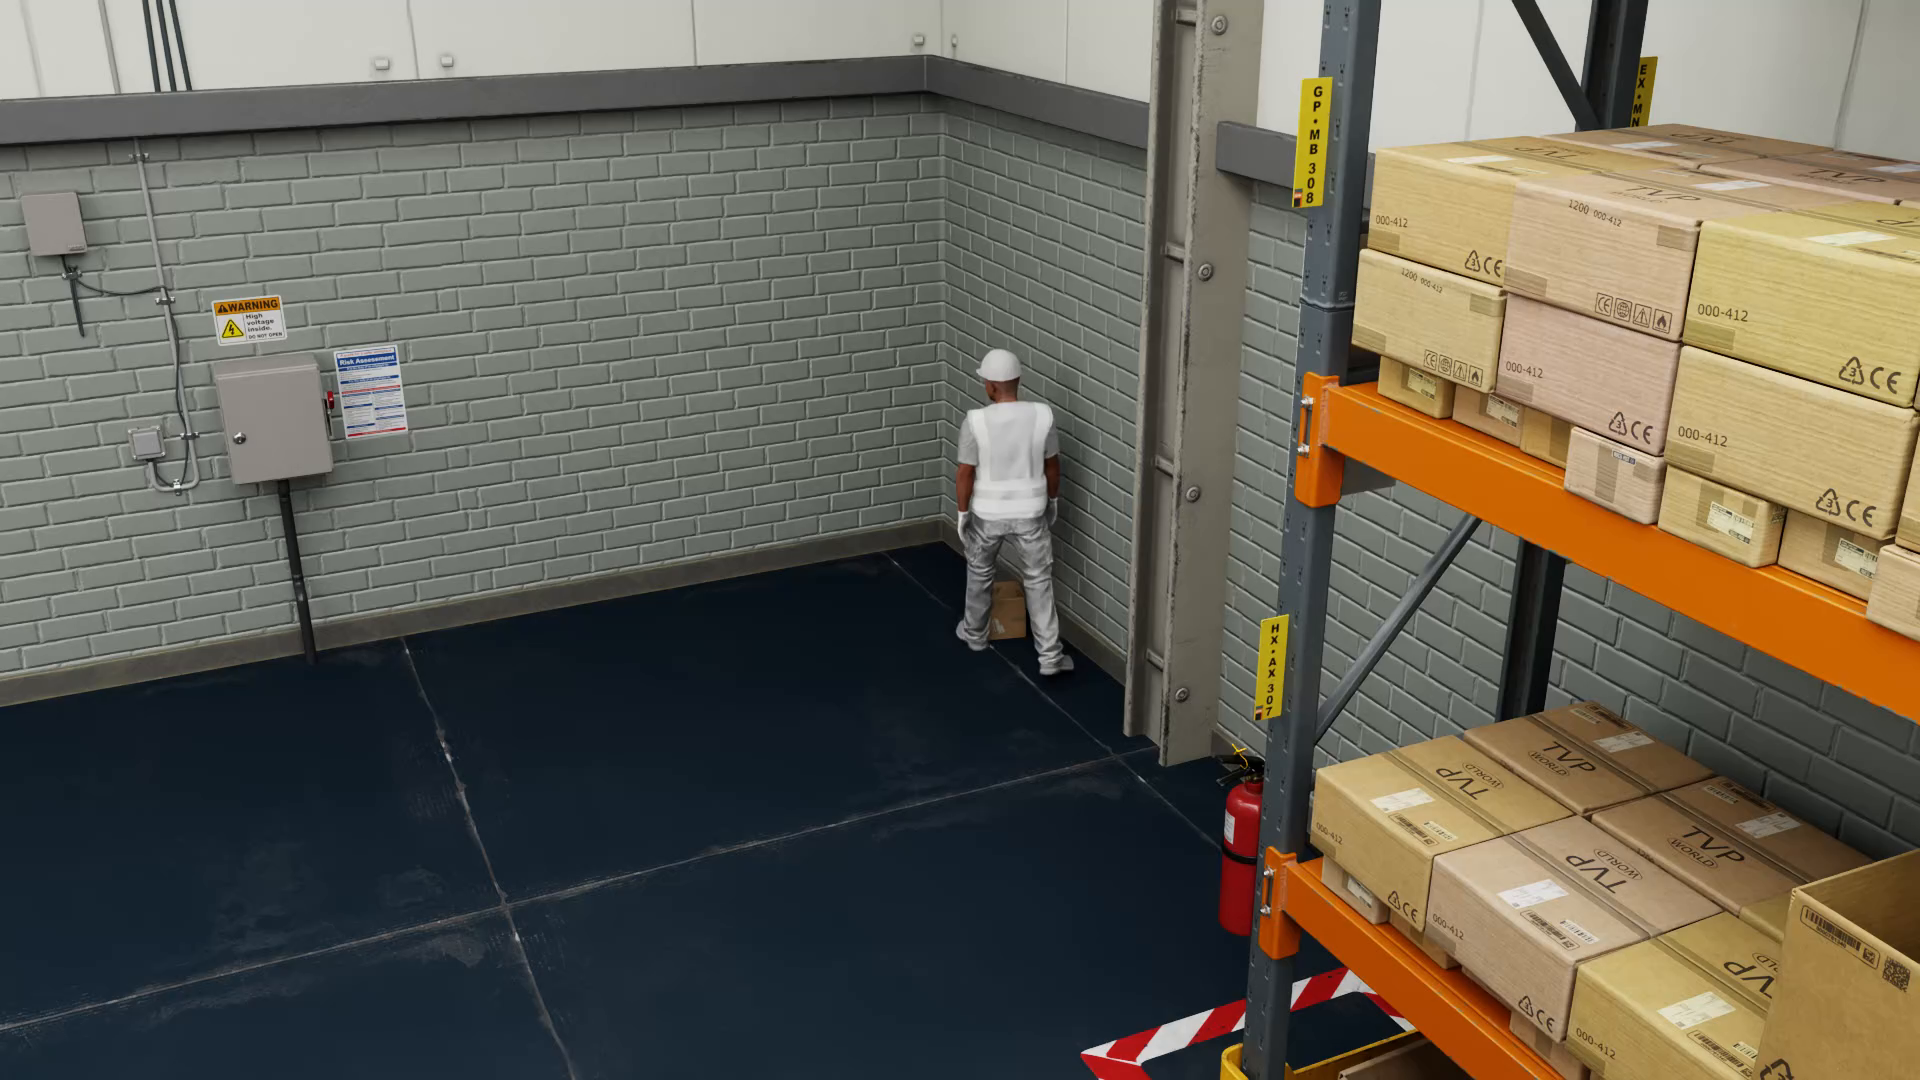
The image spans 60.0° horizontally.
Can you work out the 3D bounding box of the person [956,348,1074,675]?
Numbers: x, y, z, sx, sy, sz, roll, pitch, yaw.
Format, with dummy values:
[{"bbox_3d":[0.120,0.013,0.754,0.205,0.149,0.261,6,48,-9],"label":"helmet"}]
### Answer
[{"bbox_3d":[0.285,-0.168,8.999,0.641,1.771,0.759,-3,22,-7],"label":"person"}]
